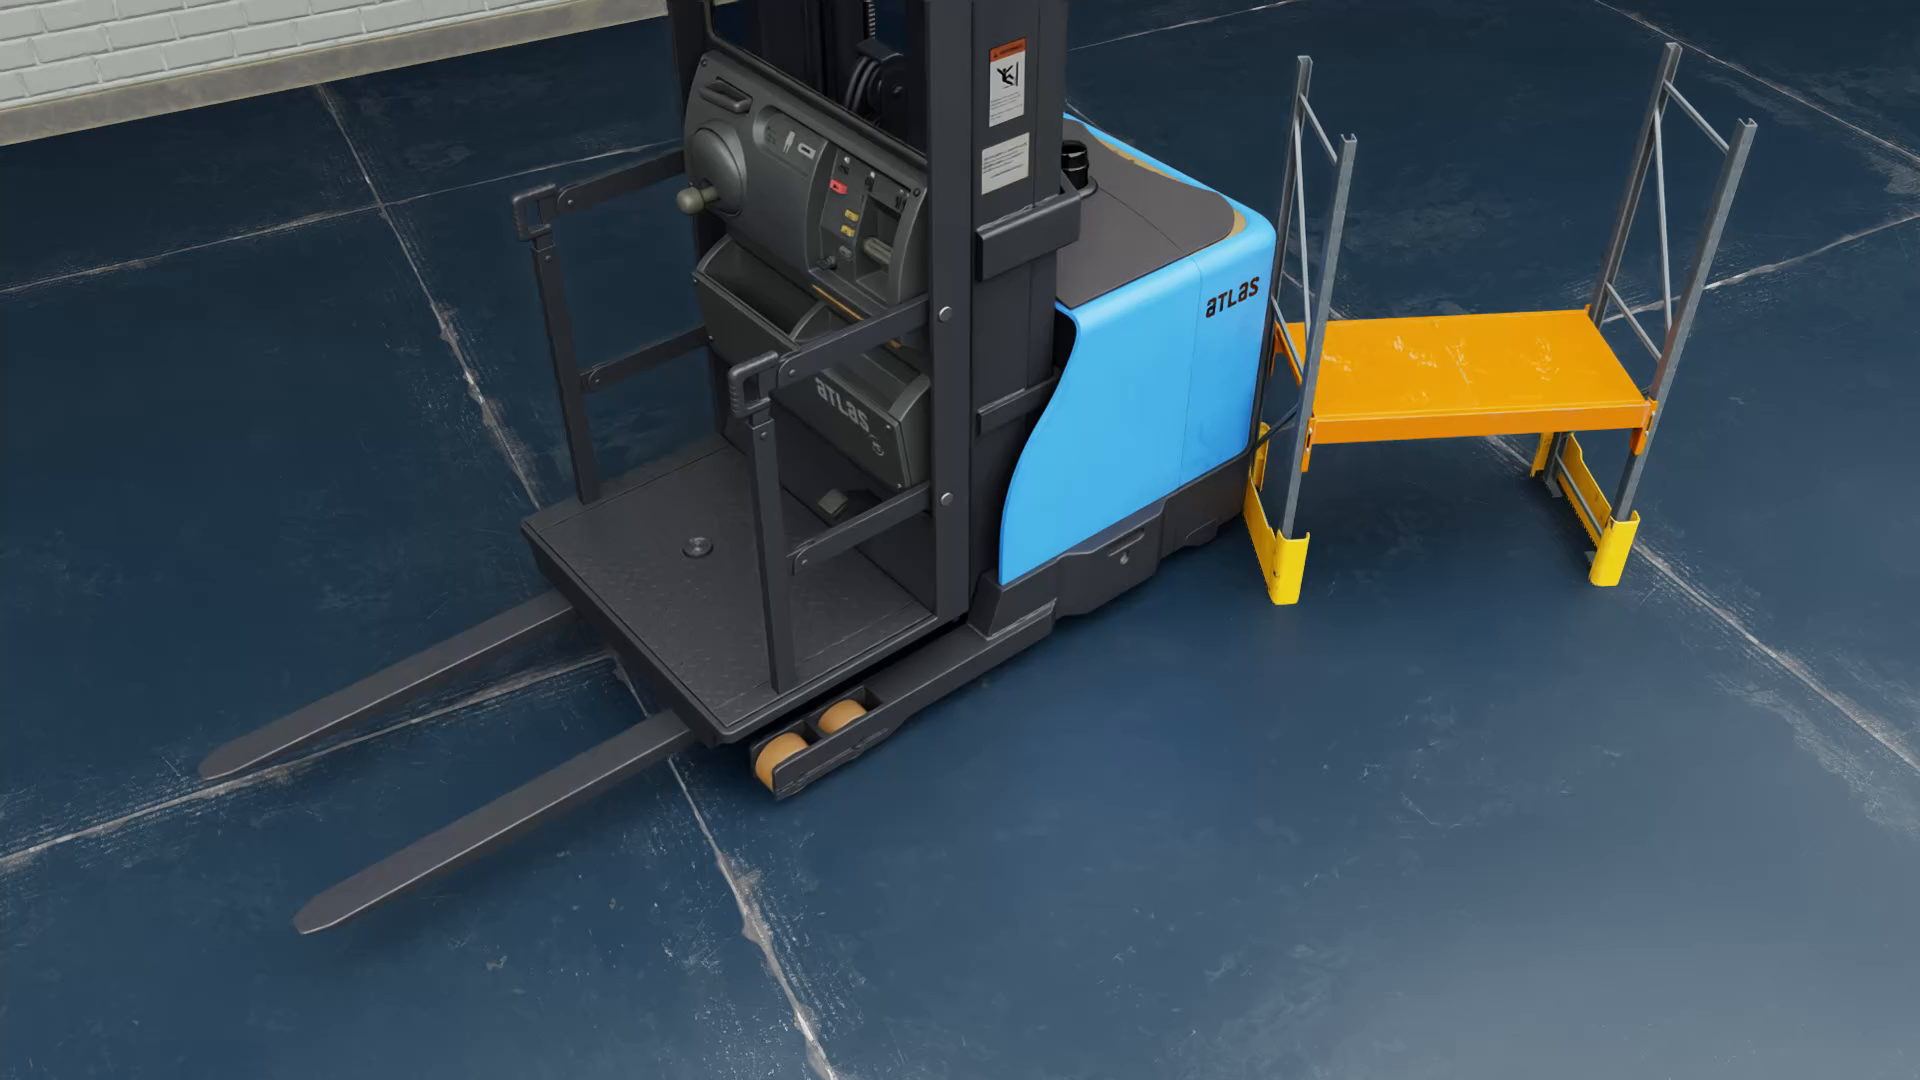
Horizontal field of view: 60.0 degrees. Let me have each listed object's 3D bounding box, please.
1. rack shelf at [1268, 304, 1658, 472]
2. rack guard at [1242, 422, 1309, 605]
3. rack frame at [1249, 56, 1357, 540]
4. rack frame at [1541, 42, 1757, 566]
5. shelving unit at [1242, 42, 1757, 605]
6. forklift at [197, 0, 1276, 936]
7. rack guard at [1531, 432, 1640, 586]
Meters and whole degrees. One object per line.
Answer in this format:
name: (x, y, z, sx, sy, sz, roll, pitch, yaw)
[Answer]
rack shelf: (1.449, -0.457, 4.906, 1.000, 0.185, 0.538, -3, 40, -3)
rack guard: (0.962, -0.091, 5.164, 0.087, 0.250, 0.587, -3, 40, -3)
rack frame: (0.942, -0.567, 4.759, 0.032, 1.500, 0.500, -3, 40, -3)
rack frame: (1.955, -0.621, 4.820, 0.032, 1.500, 0.500, -3, 40, -3)
shelving unit: (1.458, -0.594, 4.790, 1.083, 1.500, 0.587, -3, 40, -3)
forklift: (-0.557, -0.824, 3.955, 3.031, 2.935, 1.130, -28, 48, -29)
rack guard: (1.955, -0.144, 5.224, 0.087, 0.250, 0.587, -3, 40, -3)
